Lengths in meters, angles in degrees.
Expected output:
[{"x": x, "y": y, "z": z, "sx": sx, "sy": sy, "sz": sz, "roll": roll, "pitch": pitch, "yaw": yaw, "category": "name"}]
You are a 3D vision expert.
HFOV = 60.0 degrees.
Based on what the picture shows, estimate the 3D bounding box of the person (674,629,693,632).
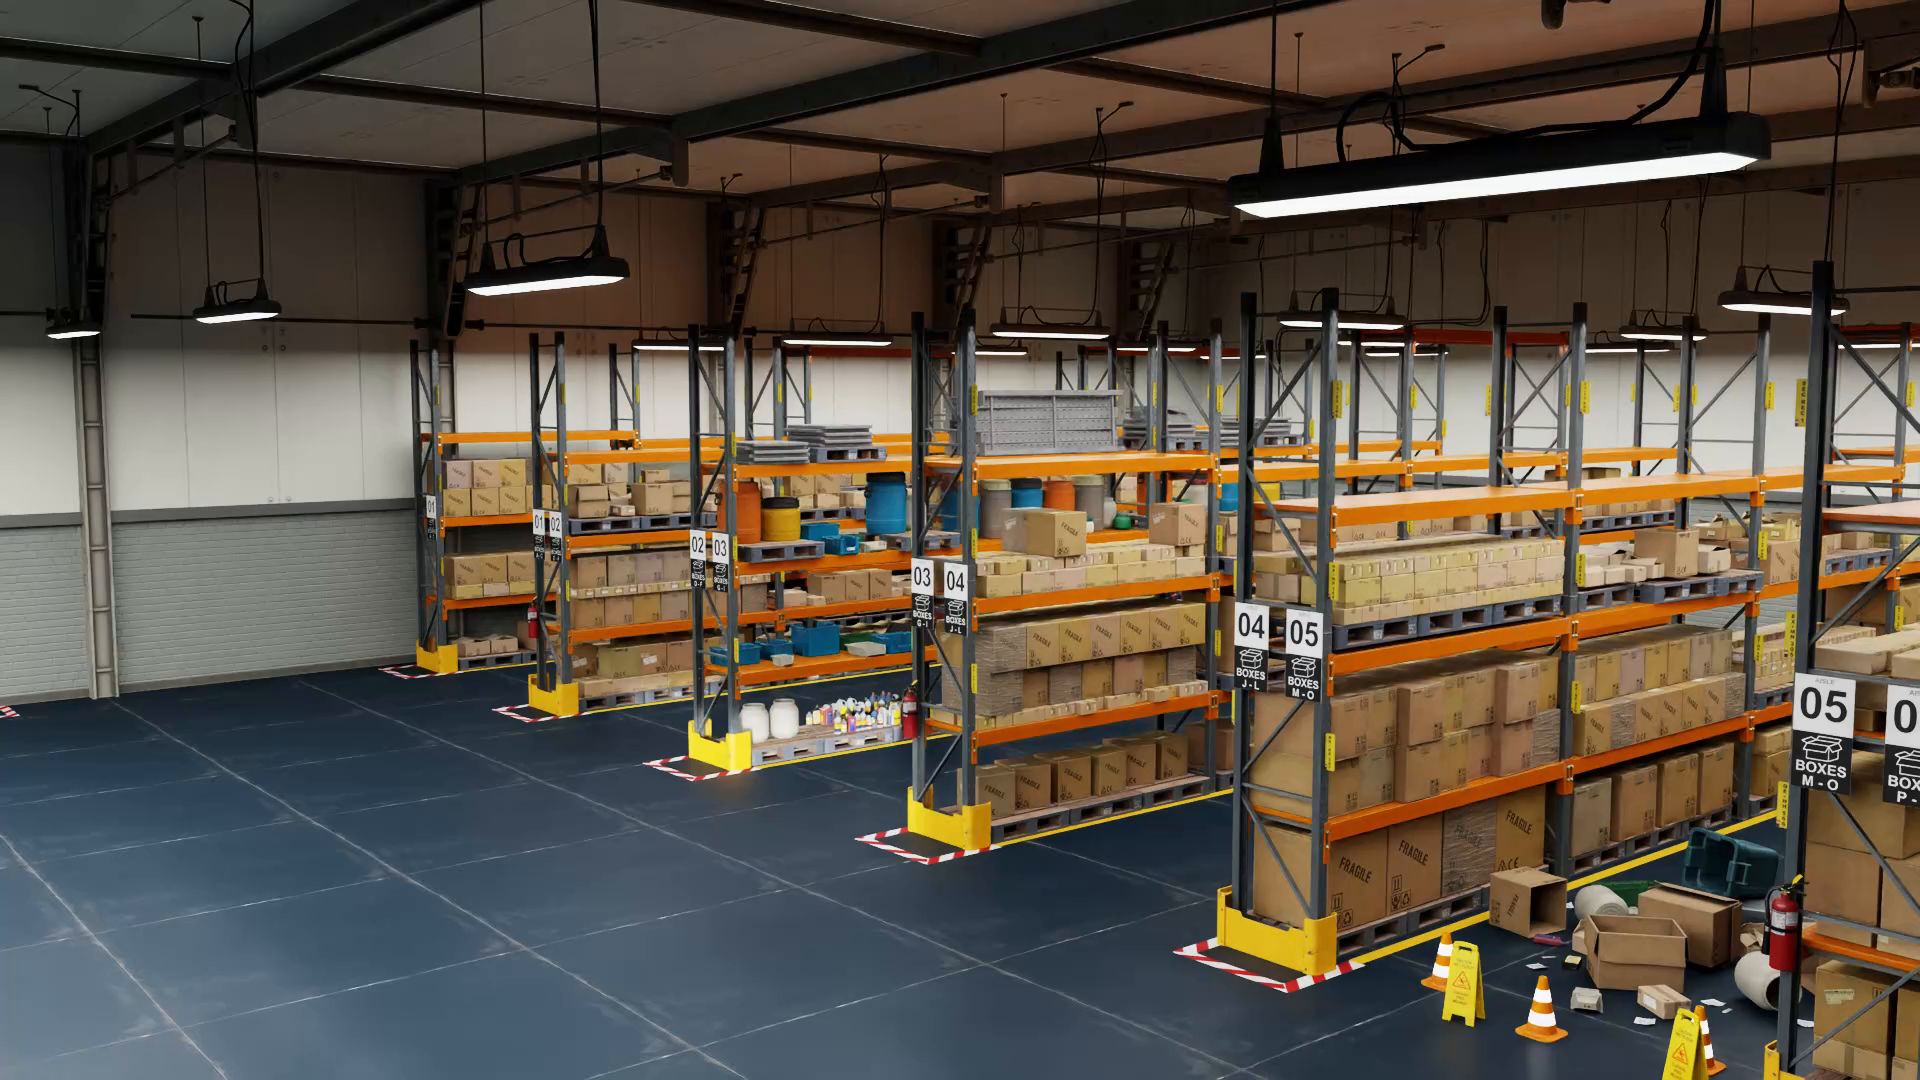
[{"x": -5.008, "y": 1.509, "z": 30.046, "sx": 0.446, "sy": 1.606, "sz": 0.452, "roll": -3, "pitch": 6, "yaw": -31, "category": "person"}]
